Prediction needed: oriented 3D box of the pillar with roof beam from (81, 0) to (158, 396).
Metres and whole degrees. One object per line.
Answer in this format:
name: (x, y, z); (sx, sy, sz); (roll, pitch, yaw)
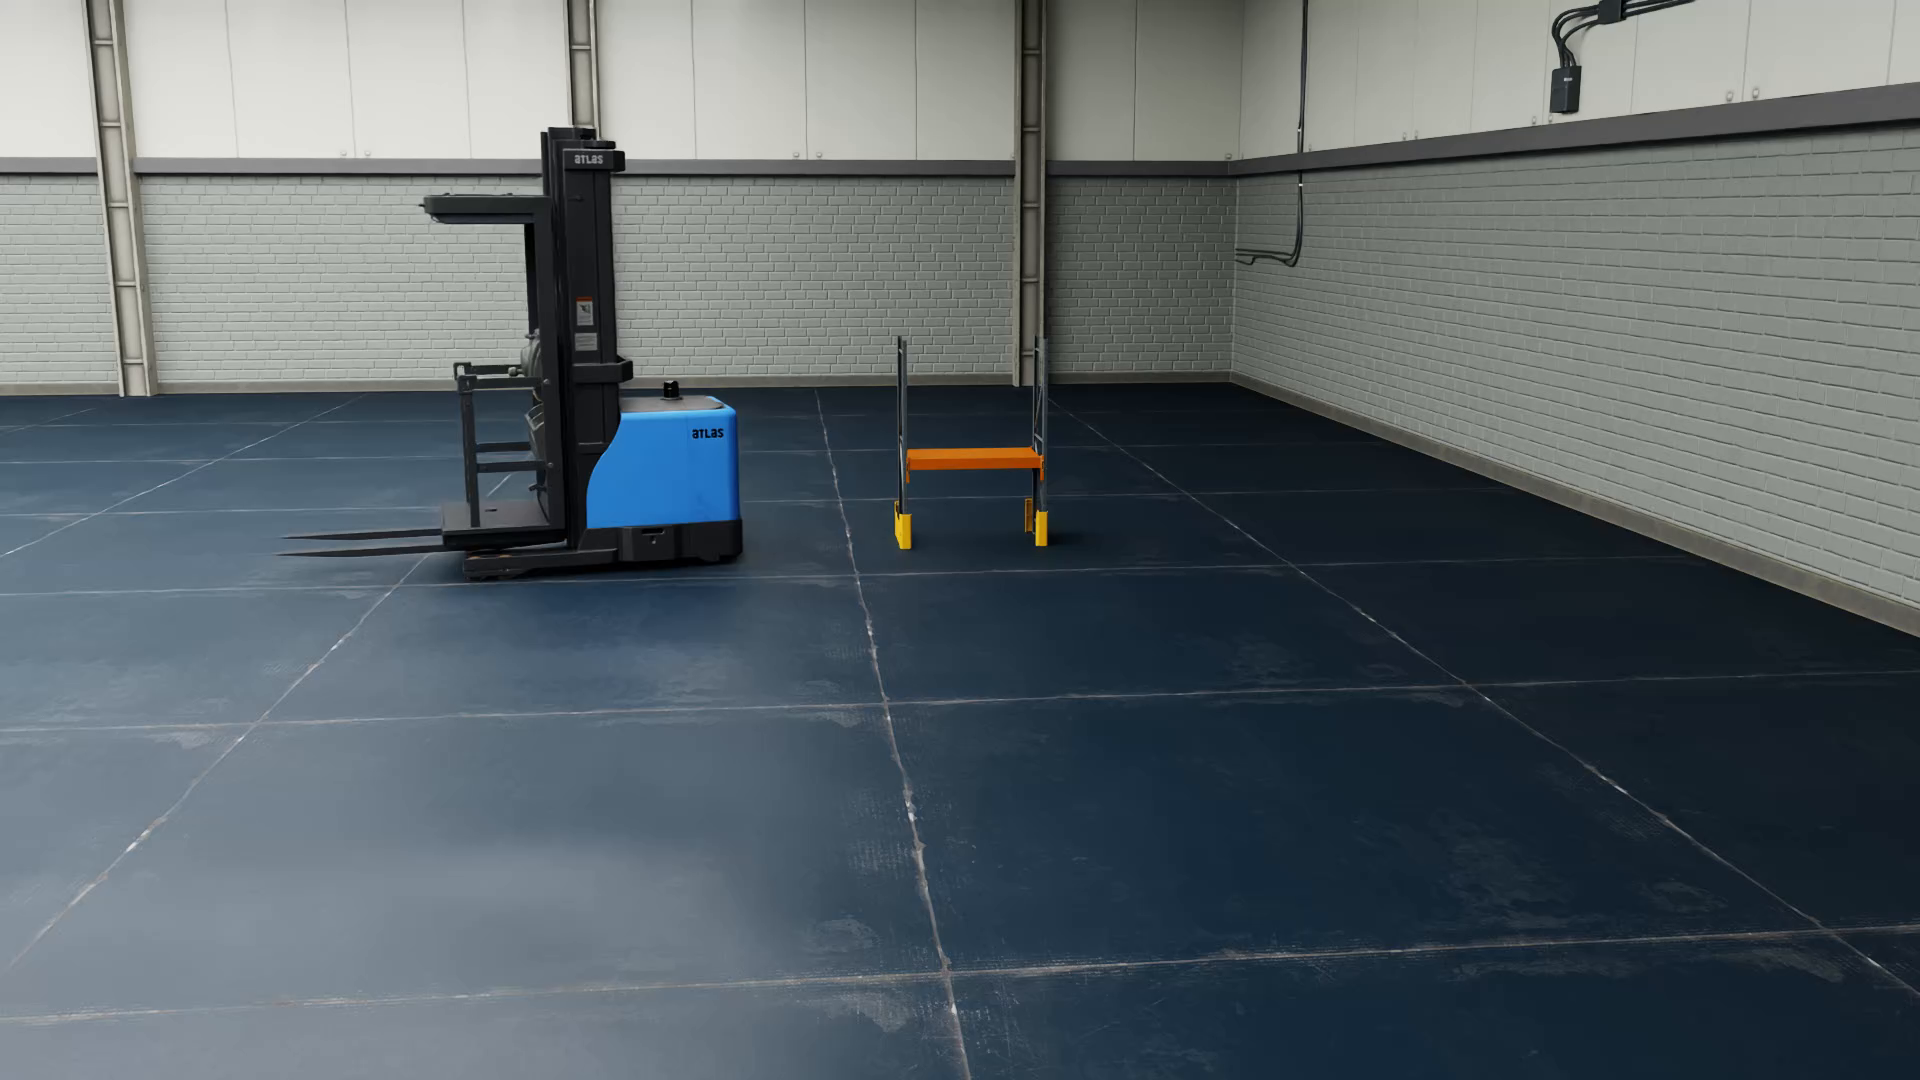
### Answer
pillar with roof beam: (-10.507, -5.530, 17.167); (0.400, 9.000, 9.100); (-1, 11, -6)

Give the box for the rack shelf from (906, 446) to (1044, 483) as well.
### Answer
rack shelf: (0.085, -0.561, 12.267); (1.000, 0.185, 0.538); (-1, 11, -6)

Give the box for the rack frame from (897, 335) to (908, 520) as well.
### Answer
rack frame: (-0.421, -0.727, 12.179); (0.032, 1.500, 0.500); (-1, 11, -6)

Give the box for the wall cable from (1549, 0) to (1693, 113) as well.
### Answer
wall cable: (5.039, -6.261, 12.070); (0.169, 6.003, 2.305); (-1, 11, -6)

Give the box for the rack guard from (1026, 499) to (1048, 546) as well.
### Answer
rack guard: (0.571, -0.135, 12.405); (0.087, 0.250, 0.587); (-1, 11, -6)

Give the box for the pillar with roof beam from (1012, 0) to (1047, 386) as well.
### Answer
pillar with roof beam: (1.423, -5.779, 18.438); (0.400, 9.000, 9.100); (-1, 11, -6)

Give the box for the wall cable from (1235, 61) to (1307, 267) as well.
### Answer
wall cable: (4.029, -4.889, 21.959); (0.112, 2.526, 3.097); (-1, 11, -6)

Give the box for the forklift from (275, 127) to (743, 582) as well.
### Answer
forklift: (-3.086, -1.277, 11.268); (3.031, 2.935, 1.130); (-4, 12, -18)

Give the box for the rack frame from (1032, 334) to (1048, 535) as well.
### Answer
rack frame: (0.590, -0.748, 12.286); (0.032, 1.500, 0.500); (-1, 11, -6)

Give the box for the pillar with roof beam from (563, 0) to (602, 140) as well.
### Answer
pillar with roof beam: (-4.542, -5.655, 17.802); (0.400, 9.000, 9.100); (-1, 11, -6)

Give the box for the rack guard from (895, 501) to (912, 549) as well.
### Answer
rack guard: (-0.419, -0.114, 12.299); (0.087, 0.250, 0.587); (-1, 11, -6)

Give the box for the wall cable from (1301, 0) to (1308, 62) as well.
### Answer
wall cable: (4.322, -6.849, 18.833); (0.112, 2.526, 3.097); (-1, 11, -6)

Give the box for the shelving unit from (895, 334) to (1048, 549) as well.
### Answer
shelving unit: (0.076, -0.738, 12.231); (1.083, 1.500, 0.587); (-1, 11, -6)
